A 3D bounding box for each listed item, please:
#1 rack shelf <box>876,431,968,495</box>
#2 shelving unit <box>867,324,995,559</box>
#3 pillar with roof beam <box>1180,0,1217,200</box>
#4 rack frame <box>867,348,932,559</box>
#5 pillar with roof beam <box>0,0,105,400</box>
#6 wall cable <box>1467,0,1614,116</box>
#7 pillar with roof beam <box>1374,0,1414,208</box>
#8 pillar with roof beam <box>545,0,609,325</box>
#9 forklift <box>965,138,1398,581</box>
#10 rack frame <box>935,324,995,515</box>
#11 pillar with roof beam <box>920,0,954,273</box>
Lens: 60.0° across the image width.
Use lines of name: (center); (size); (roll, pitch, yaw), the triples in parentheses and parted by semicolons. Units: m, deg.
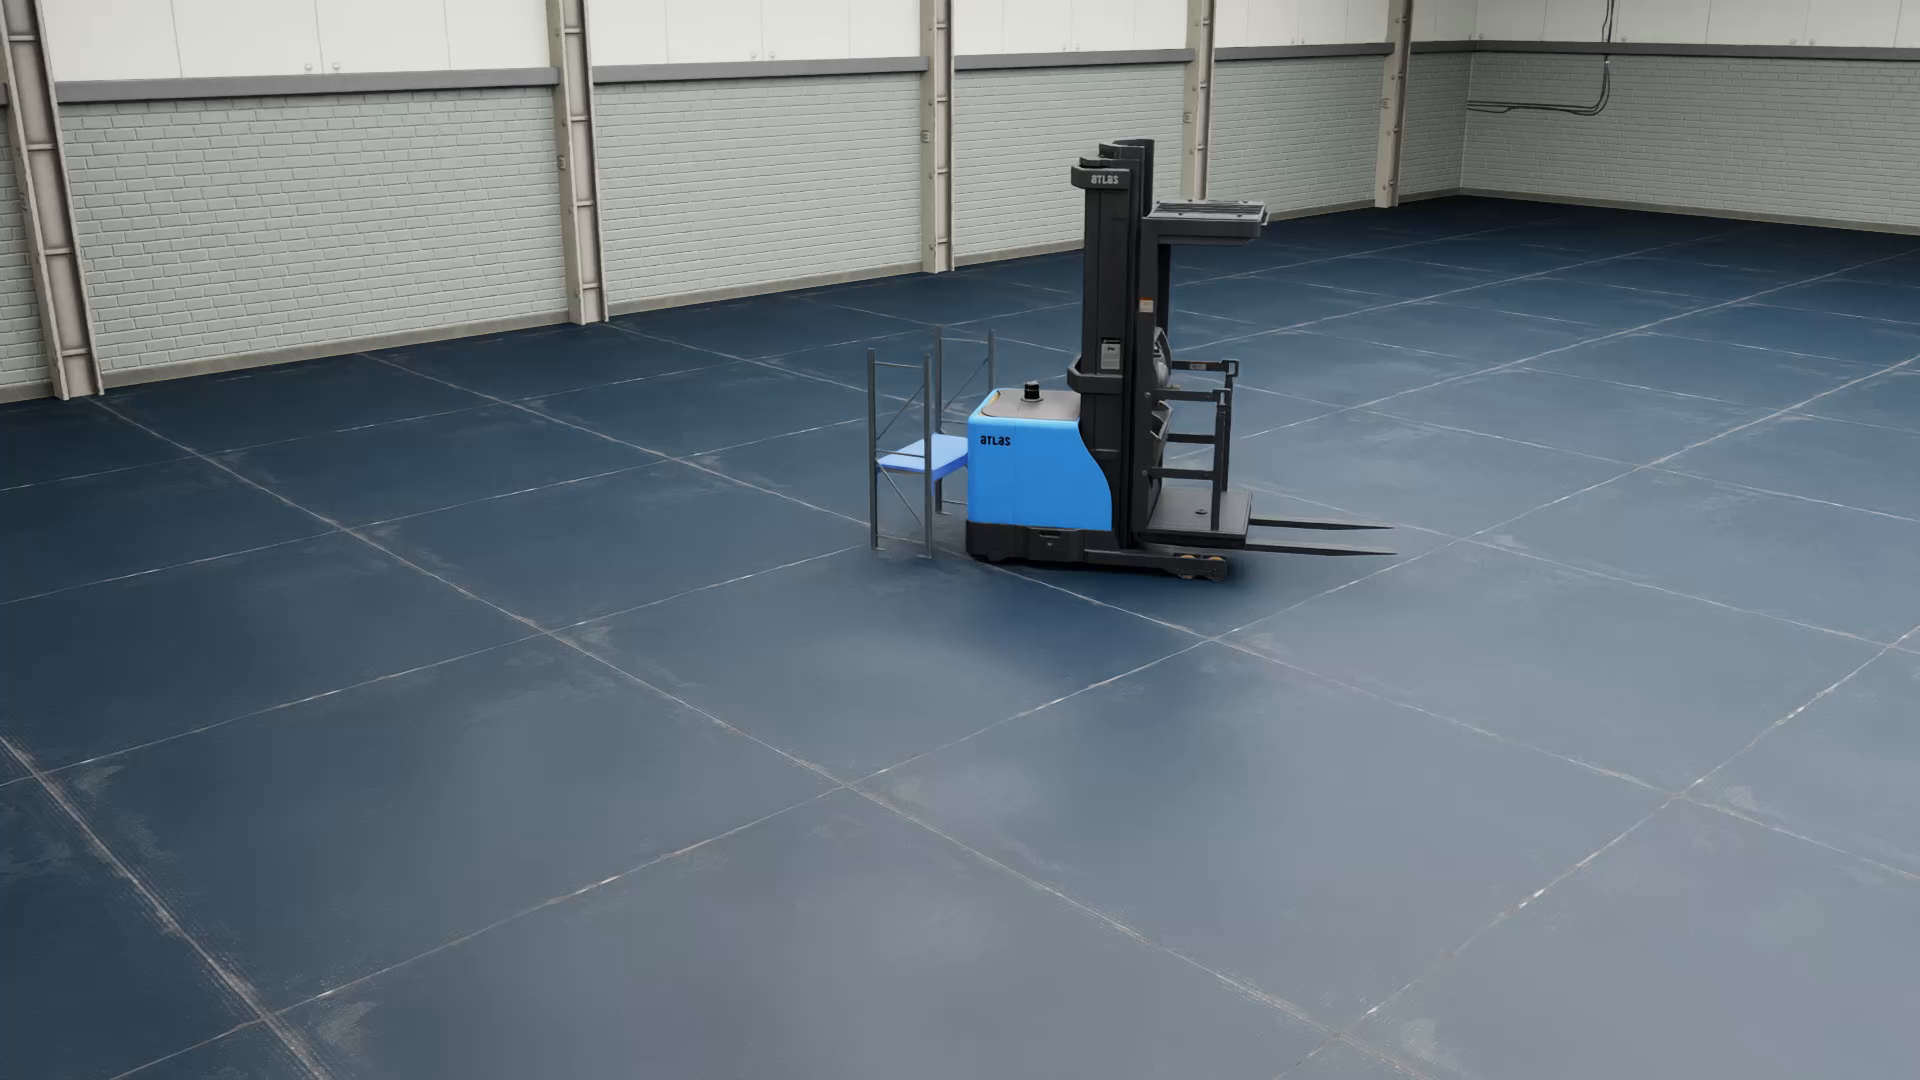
rack shelf: (-0.198, -0.585, 12.440); (0.538, 0.185, 1.000); (9, 20, 26)
shelving unit: (-0.198, -0.756, 12.384); (0.538, 1.500, 1.048); (9, 20, 26)
pillar with roof beam: (6.987, -8.623, 24.489); (0.400, 9.000, 9.100); (-16, 24, -41)
rack frame: (-0.430, -0.617, 11.954); (0.500, 1.500, 0.032); (9, 20, 26)
pillar with roof beam: (-6.092, -4.809, 12.725); (0.400, 9.000, 9.100); (-16, 24, -41)
wall cable: (11.438, -9.710, 32.877); (0.112, 2.526, 3.097); (-16, 24, -41)
pillar with roof beam: (11.347, -9.894, 28.411); (0.400, 9.000, 9.100); (-16, 24, -41)
pillar with roof beam: (-1.732, -6.080, 16.647); (0.400, 9.000, 9.100); (-16, 24, -41)
forklift: (1.611, -1.288, 11.706); (3.031, 2.935, 1.130); (4, 18, 11)
rack frame: (0.035, -0.895, 12.814); (0.500, 1.500, 0.032); (9, 20, 26)
pillar with roof beam: (2.627, -7.351, 20.568); (0.400, 9.000, 9.100); (-16, 24, -41)
